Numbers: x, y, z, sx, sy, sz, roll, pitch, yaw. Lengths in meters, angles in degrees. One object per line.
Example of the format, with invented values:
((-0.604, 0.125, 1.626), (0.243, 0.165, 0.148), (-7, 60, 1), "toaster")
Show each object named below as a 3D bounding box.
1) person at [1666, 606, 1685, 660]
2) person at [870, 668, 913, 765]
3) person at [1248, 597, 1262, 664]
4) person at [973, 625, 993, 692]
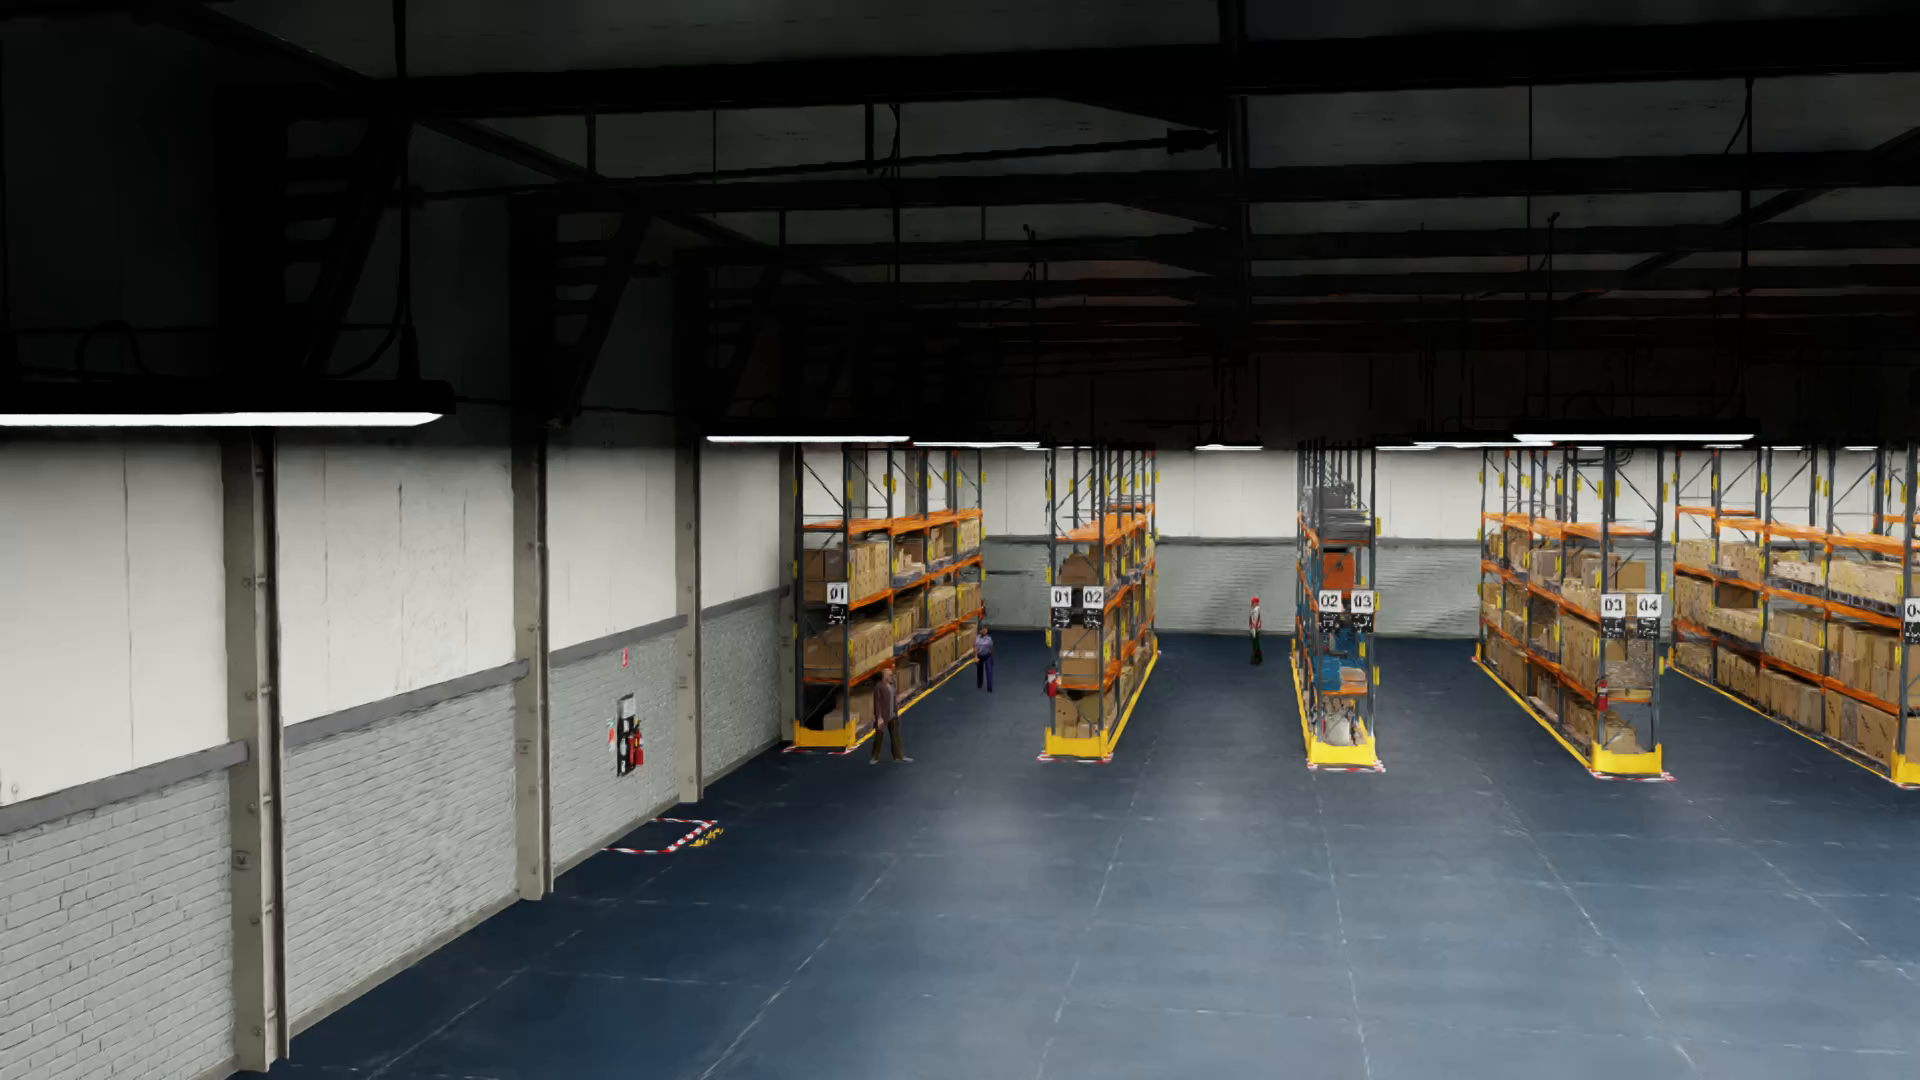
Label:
((19.750, 2.480, 45.617), (0.557, 1.667, 0.609), (-1, 3, -20), "person")
((-1.314, 3.210, 30.358), (0.580, 1.770, 0.750), (3, 4, 43), "person")
((7.995, 2.435, 45.050), (0.397, 1.789, 0.653), (1, 3, 13), "person")
((0.556, 2.812, 39.818), (0.478, 1.580, 0.999), (0, 3, 2), "person")
